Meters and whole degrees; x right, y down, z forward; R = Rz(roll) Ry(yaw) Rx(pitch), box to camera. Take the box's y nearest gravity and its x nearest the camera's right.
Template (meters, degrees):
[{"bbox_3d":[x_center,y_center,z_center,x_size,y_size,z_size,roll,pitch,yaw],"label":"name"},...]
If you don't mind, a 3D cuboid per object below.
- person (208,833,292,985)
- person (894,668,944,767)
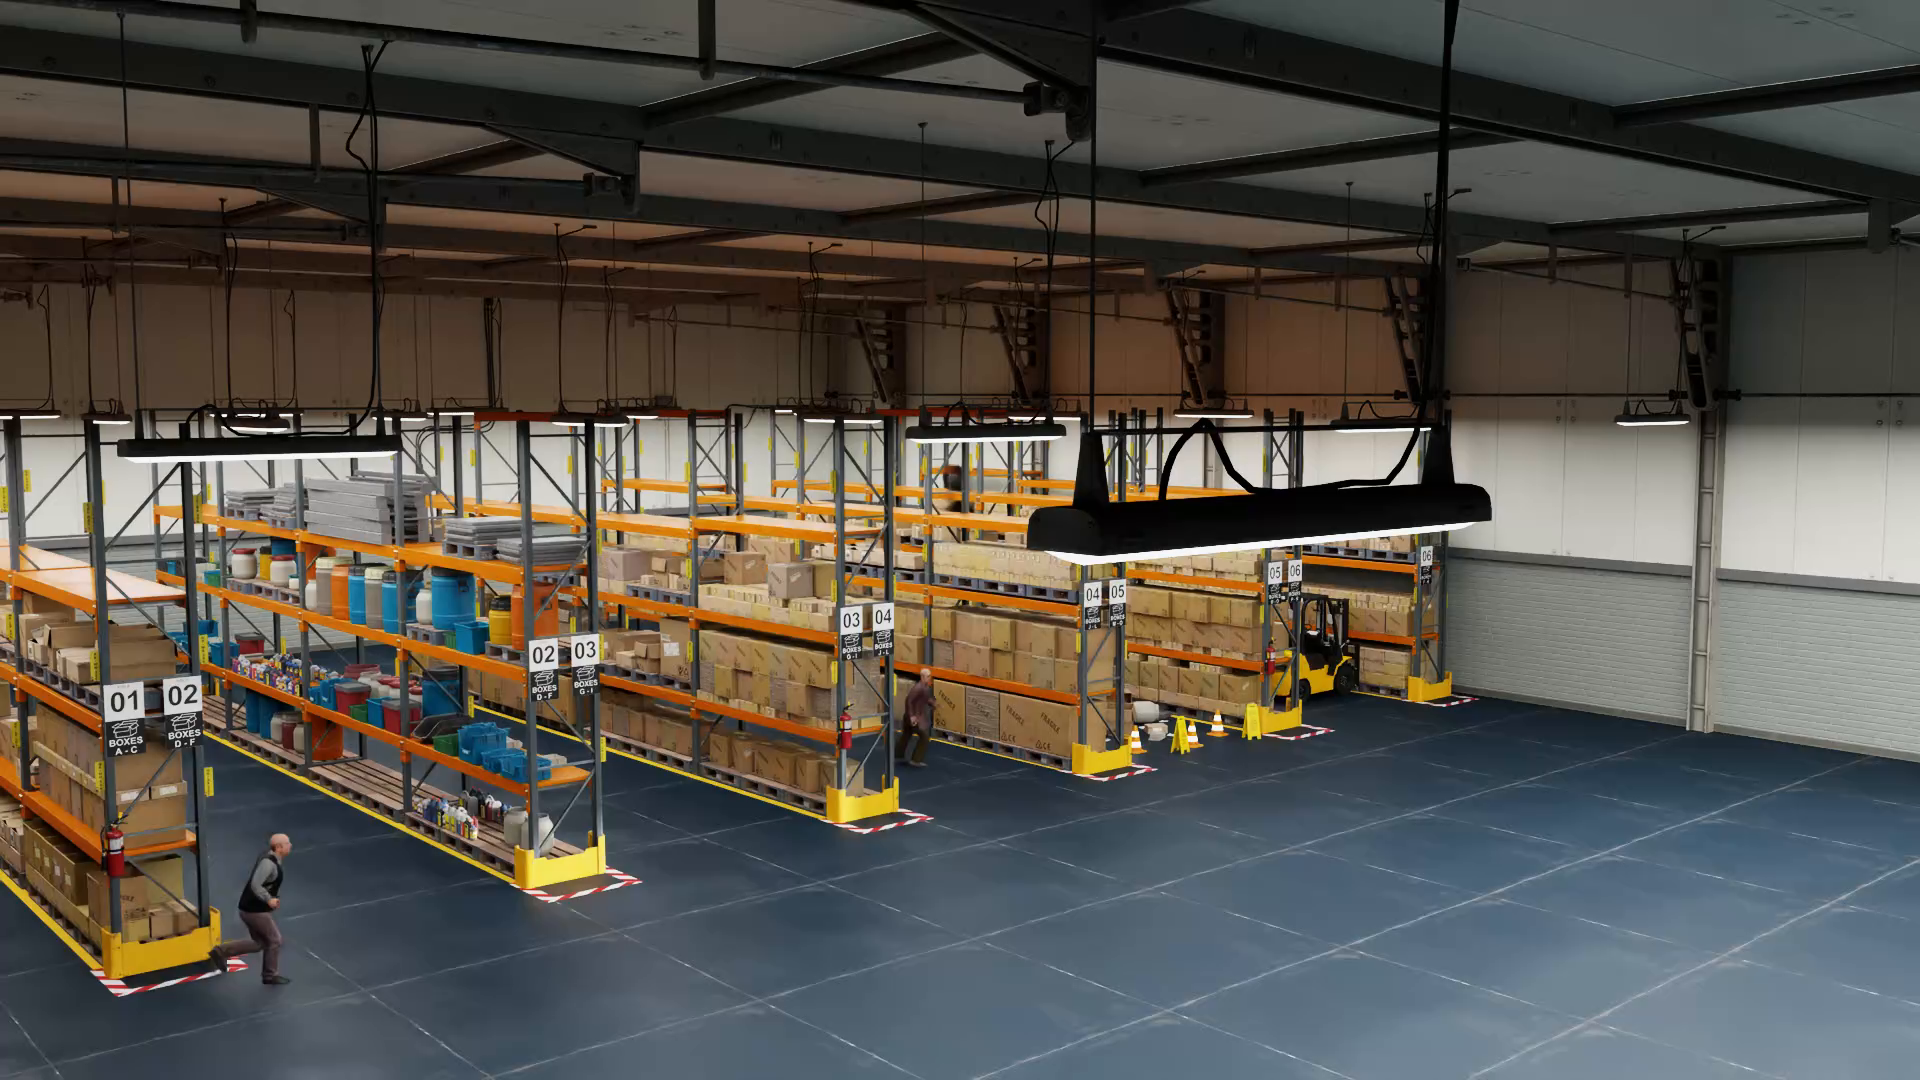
[{"bbox_3d":[-7.561,3.976,17.702,0.878,1.669,0.638,-1,5,-13],"label":"person"},{"bbox_3d":[-0.716,3.077,28.286,0.898,1.644,0.724,0,5,-3],"label":"person"}]
